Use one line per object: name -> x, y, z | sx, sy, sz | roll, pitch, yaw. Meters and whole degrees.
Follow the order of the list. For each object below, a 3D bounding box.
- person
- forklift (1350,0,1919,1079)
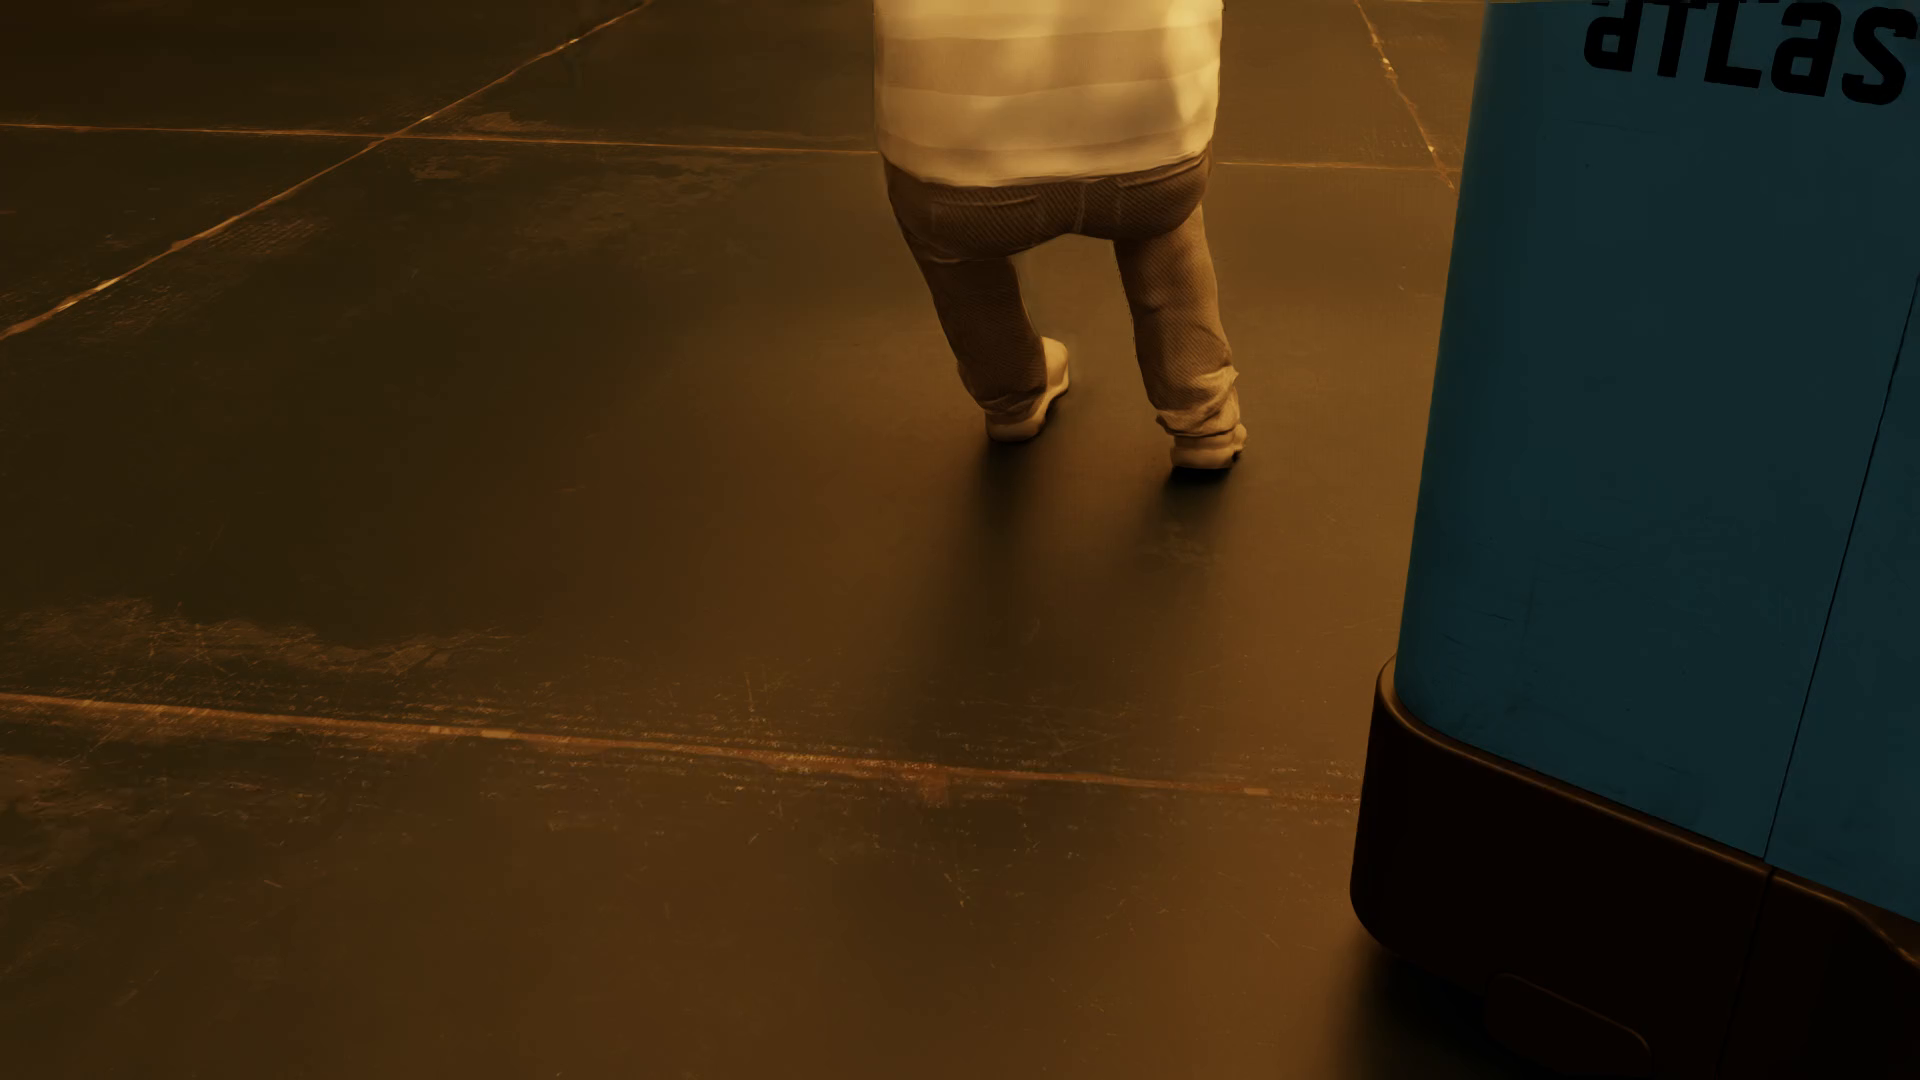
person -> -0.047, -0.683, 2.301 | 1.178, 1.478, 0.935 | -5, 27, -10
forklift -> 1.825, -0.618, 0.455 | 3.031, 2.935, 1.130 | 21, 33, 36
